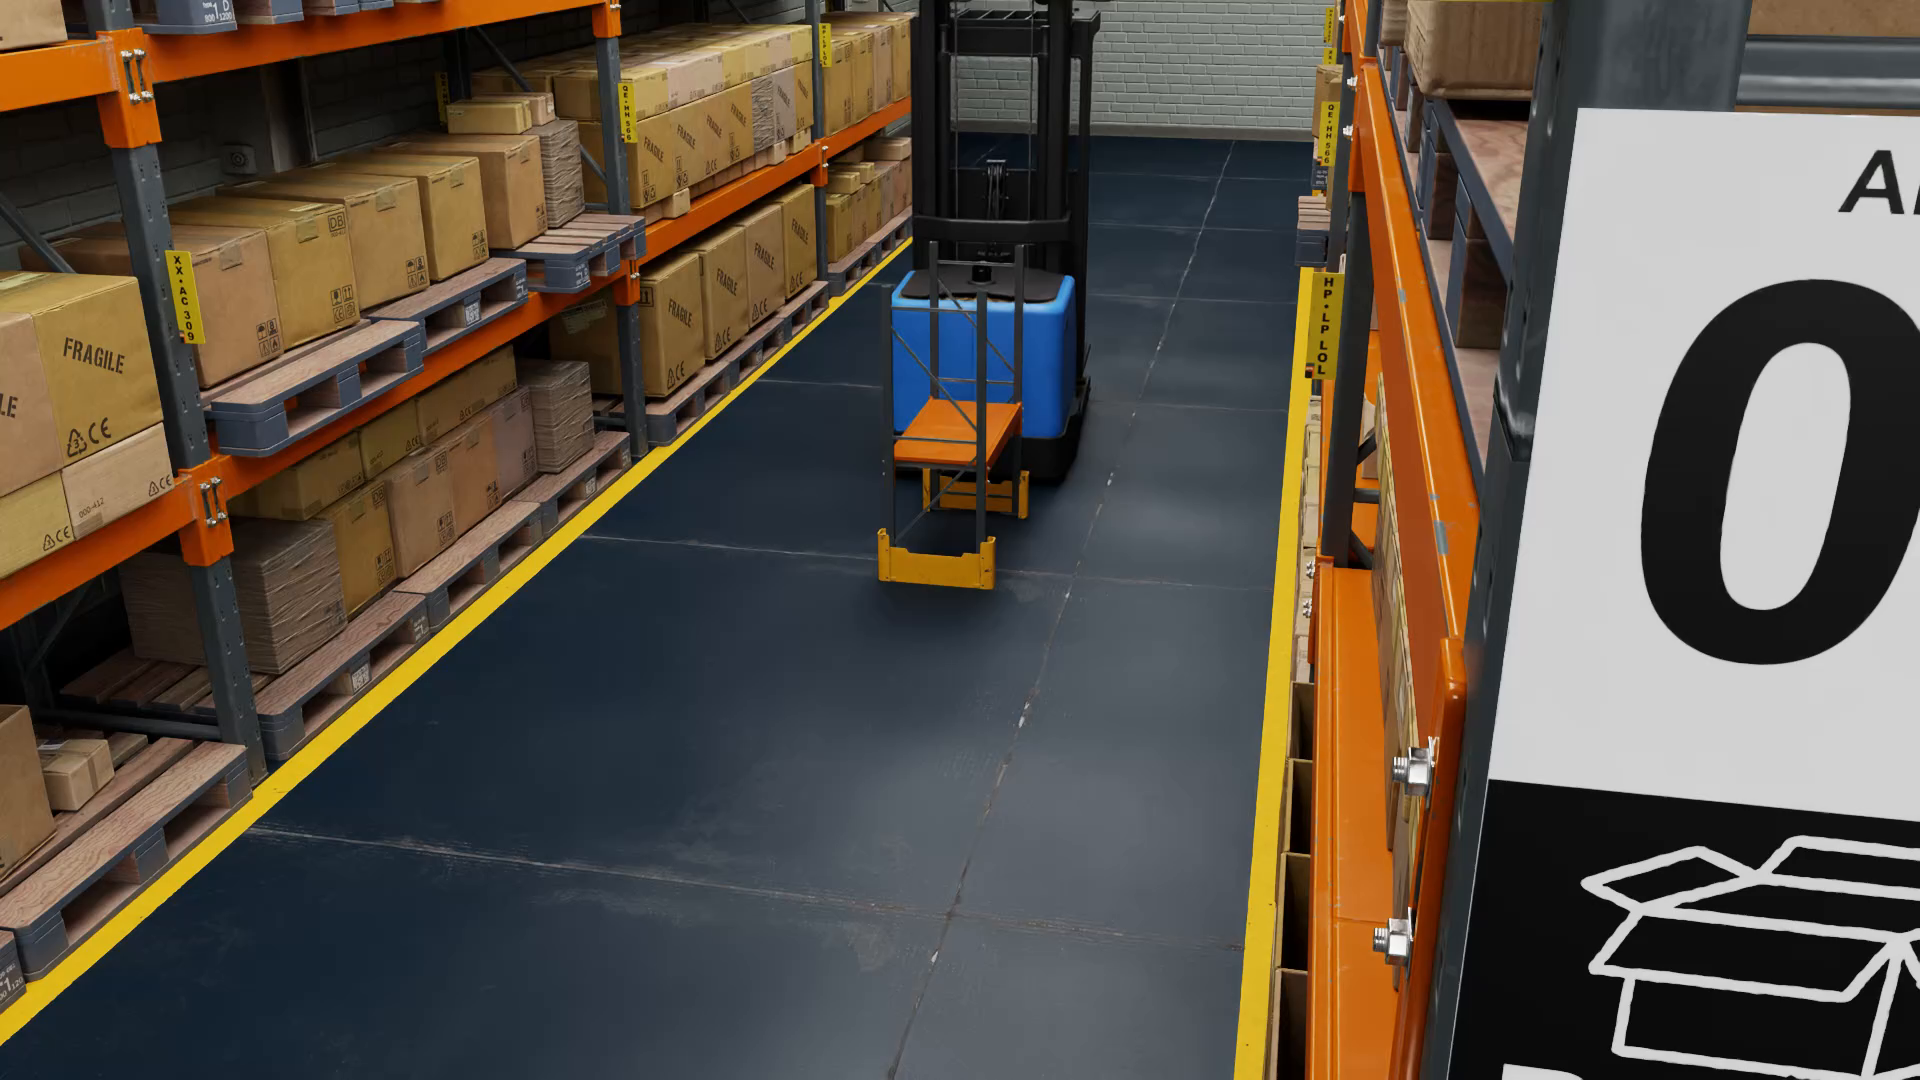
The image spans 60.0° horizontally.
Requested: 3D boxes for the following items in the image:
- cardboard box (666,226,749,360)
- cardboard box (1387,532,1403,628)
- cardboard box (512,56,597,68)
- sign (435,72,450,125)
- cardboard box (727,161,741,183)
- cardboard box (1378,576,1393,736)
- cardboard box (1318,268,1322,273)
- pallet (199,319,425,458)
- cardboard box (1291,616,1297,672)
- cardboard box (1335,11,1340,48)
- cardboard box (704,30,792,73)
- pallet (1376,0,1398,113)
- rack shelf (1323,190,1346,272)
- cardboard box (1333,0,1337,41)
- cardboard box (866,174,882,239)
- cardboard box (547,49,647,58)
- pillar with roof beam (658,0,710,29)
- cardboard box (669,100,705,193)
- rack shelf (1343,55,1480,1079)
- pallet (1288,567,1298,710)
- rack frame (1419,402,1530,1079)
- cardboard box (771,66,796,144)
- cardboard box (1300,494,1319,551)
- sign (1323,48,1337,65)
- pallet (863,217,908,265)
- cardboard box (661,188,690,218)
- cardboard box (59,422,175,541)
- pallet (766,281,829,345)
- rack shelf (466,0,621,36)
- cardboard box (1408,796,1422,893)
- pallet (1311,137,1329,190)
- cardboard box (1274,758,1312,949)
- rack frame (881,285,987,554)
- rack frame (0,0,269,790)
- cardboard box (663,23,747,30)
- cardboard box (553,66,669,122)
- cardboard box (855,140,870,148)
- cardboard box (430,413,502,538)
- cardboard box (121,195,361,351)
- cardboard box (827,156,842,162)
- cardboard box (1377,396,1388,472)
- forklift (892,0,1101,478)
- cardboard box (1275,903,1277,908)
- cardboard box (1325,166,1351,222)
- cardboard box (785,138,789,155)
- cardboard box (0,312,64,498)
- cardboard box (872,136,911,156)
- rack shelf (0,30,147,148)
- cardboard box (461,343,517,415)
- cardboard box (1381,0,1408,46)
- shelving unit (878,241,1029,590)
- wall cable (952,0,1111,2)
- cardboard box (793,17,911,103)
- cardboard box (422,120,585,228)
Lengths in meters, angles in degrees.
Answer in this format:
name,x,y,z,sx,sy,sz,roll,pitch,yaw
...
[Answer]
name,x,y,z,sx,sy,sz,roll,pitch,yaw
cardboard box,-1.942,-1.716,11.415,0.750,0.750,0.750,4,22,11
cardboard box,1.125,0.107,3.570,0.380,0.149,0.250,4,22,9
cardboard box,-2.458,-2.856,10.368,0.500,0.250,0.500,4,22,9
sign,-2.949,-2.518,9.541,0.100,0.325,0.005,4,22,11
cardboard box,-1.749,-2.593,11.586,0.380,0.149,0.250,5,23,13
cardboard box,1.443,0.209,4.186,0.700,0.500,0.500,4,22,10
cardboard box,2.924,-1.913,12.345,0.500,0.500,0.500,3,22,8
pallet,-2.923,-0.656,6.725,1.003,0.211,1.213,4,22,11
cardboard box,1.638,0.434,6.879,0.500,0.250,0.500,5,22,12
cardboard box,3.111,-3.741,12.656,0.500,0.500,0.500,5,22,11
cardboard box,-1.548,-3.568,12.134,0.500,0.250,0.500,5,22,12
pallet,1.480,-1.137,3.765,1.003,0.211,1.213,4,22,11
rack shelf,2.853,-1.961,10.671,1.077,0.370,4.000,4,22,11
cardboard box,3.522,-4.483,14.497,0.500,0.500,0.500,5,22,12
cardboard box,-1.124,-3.075,15.257,0.700,0.500,0.500,5,22,12
cardboard box,-2.350,-3.044,10.833,0.500,0.250,0.500,4,22,10
pillar with roof beam,1.921,-6.179,12.151,9.100,9.000,0.400,4,22,11
cardboard box,-1.940,-2.482,10.444,0.500,0.500,0.500,5,23,13
rack shelf,1.221,-0.427,2.846,1.077,0.370,4.000,4,22,11
pallet,1.988,0.473,7.397,1.003,0.211,1.213,4,22,11
rack frame,0.812,1.362,1.456,1.000,3.000,0.127,4,22,11
cardboard box,-1.531,-3.221,12.277,0.500,0.500,0.500,5,22,11
cardboard box,1.741,-0.007,7.223,0.500,0.311,0.500,4,22,10
sign,2.728,-3.467,12.287,0.100,0.325,0.005,4,22,11
pallet,-1.111,-2.829,15.595,1.003,0.211,1.213,4,22,11
cardboard box,-1.914,-2.118,10.406,0.380,0.149,0.250,5,23,13
cardboard box,-3.022,-0.220,5.560,0.500,0.250,0.500,5,22,11
pallet,-1.673,-1.821,13.093,1.003,0.211,1.213,4,22,11
rack shelf,-1.997,-3.729,11.045,1.077,0.370,4.000,4,22,11
cardboard box,0.915,0.483,2.636,0.380,0.149,0.250,5,23,13
pallet,2.991,-2.654,11.684,1.003,0.211,1.213,4,22,11
cardboard box,1.133,0.961,4.566,0.500,0.500,0.500,4,22,11
rack frame,-0.121,-0.479,8.034,0.500,1.500,0.032,4,22,11
rack frame,-3.222,-0.477,6.023,1.000,3.000,0.127,4,22,11
cardboard box,-1.938,-3.796,12.701,0.500,0.250,0.500,5,23,13
cardboard box,-2.054,-2.638,9.827,0.500,0.250,0.500,5,22,12
cardboard box,-1.091,-3.814,16.224,0.380,0.149,0.250,5,22,11
cardboard box,-2.794,-0.354,8.474,0.700,0.500,0.500,4,22,11
cardboard box,-2.963,-1.115,6.884,0.700,0.500,0.500,7,23,16
cardboard box,-1.297,-3.443,15.302,0.380,0.149,0.250,4,22,10
cardboard box,1.333,-0.273,4.513,0.380,0.149,0.250,5,22,12
forklift,0.282,-2.230,10.468,1.130,2.935,3.031,3,22,8
cardboard box,1.237,1.126,5.160,0.500,0.250,0.500,4,22,11
cardboard box,2.463,-2.044,9.217,0.700,0.500,0.500,-3,22,-7
cardboard box,-1.506,-2.965,12.510,0.380,0.149,0.250,5,23,13
cardboard box,-3.112,-0.385,4.965,0.500,0.500,0.500,4,22,11
cardboard box,-0.666,-3.877,16.381,0.380,0.149,0.250,4,22,10
rack shelf,-3.630,-0.803,3.781,1.077,0.370,4.000,4,22,11
cardboard box,-2.679,-0.861,8.730,0.500,0.250,0.500,5,22,12
cardboard box,0.903,-0.892,2.408,0.500,0.311,0.500,7,23,17
shelving unit,-0.016,-0.668,8.504,0.587,1.500,1.083,4,22,11
wall cable,0.731,-8.249,21.448,3.097,2.526,0.112,4,22,11
cardboard box,-1.005,-4.551,15.736,0.980,0.700,0.700,4,22,10
cardboard box,-2.492,-2.018,9.126,0.700,0.500,0.500,2,22,5
